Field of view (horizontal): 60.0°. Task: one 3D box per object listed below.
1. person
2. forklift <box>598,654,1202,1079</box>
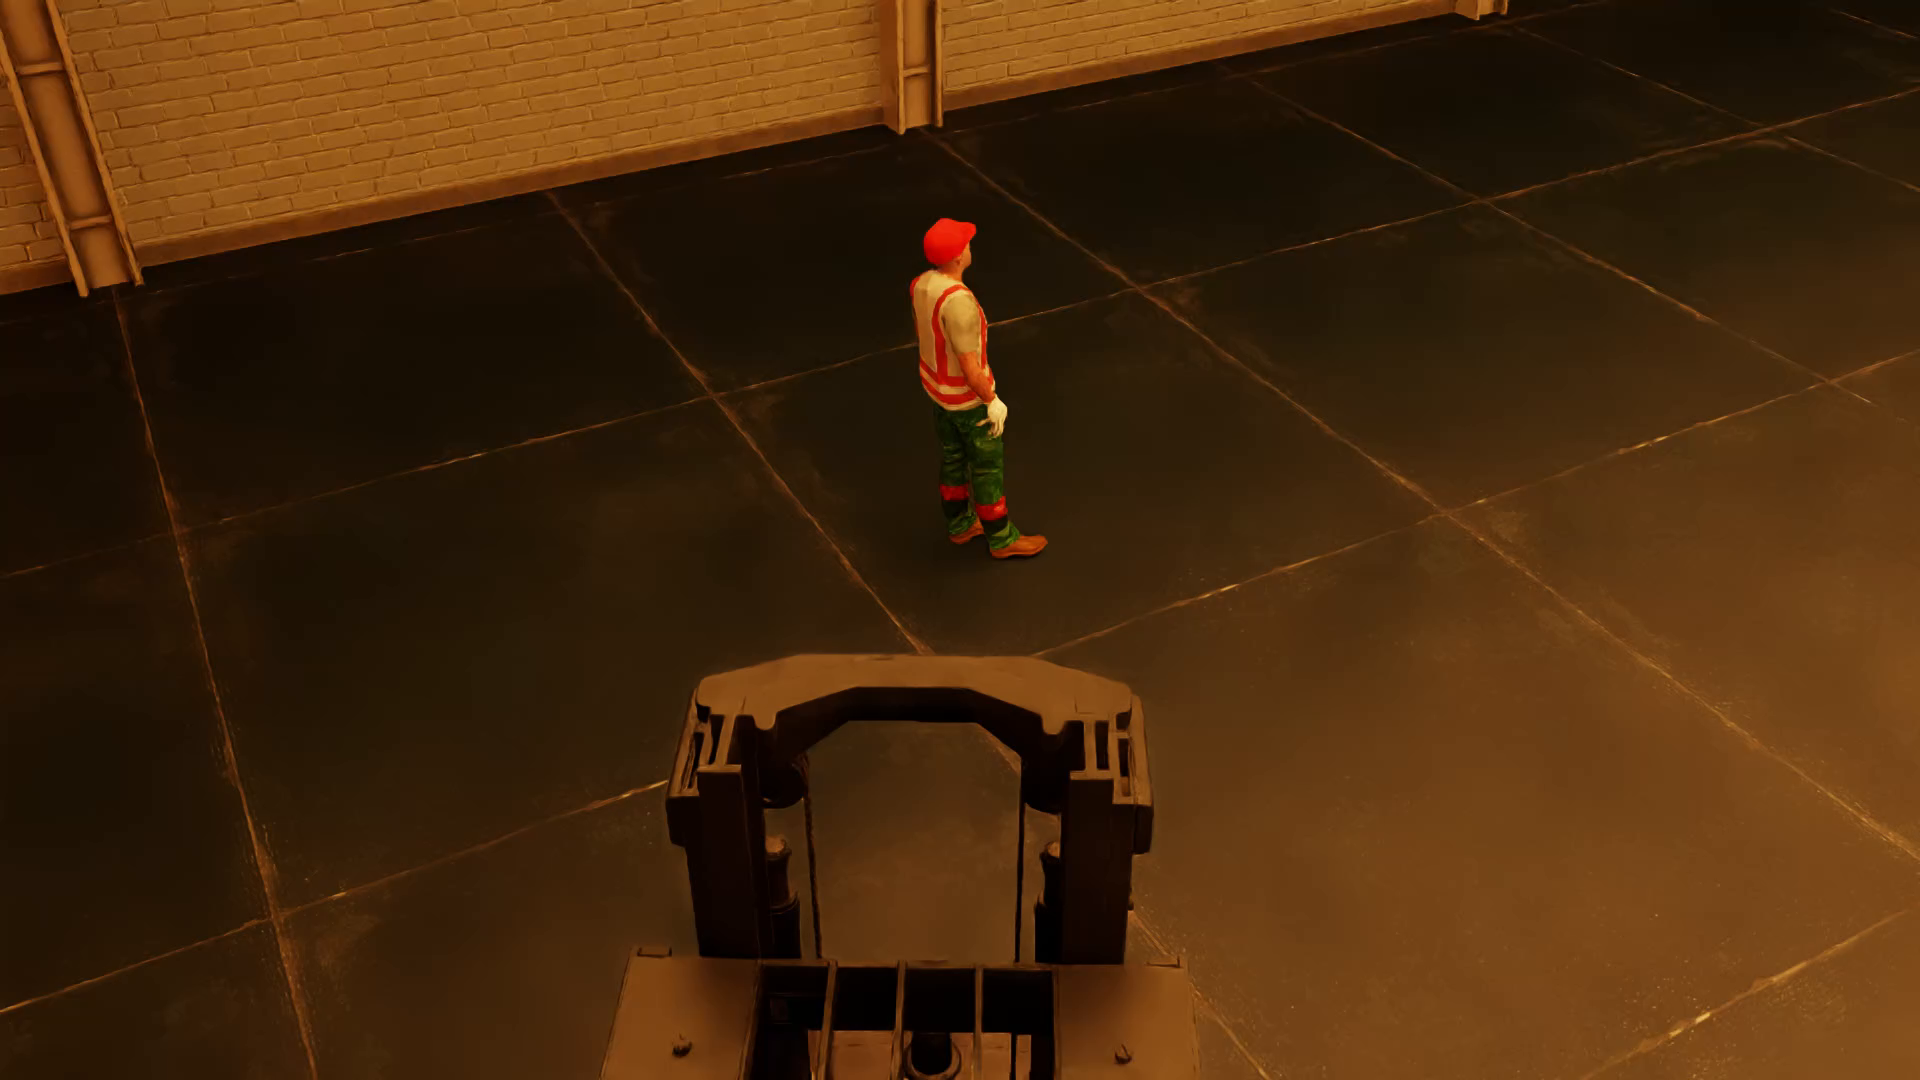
[{"bbox_3d":[0.076,-0.752,8.165,0.563,1.787,0.637,-17,39,-23],"label":"person"},{"bbox_3d":[-0.107,1.811,3.561,1.130,2.935,3.031,1,35,1],"label":"forklift"}]
